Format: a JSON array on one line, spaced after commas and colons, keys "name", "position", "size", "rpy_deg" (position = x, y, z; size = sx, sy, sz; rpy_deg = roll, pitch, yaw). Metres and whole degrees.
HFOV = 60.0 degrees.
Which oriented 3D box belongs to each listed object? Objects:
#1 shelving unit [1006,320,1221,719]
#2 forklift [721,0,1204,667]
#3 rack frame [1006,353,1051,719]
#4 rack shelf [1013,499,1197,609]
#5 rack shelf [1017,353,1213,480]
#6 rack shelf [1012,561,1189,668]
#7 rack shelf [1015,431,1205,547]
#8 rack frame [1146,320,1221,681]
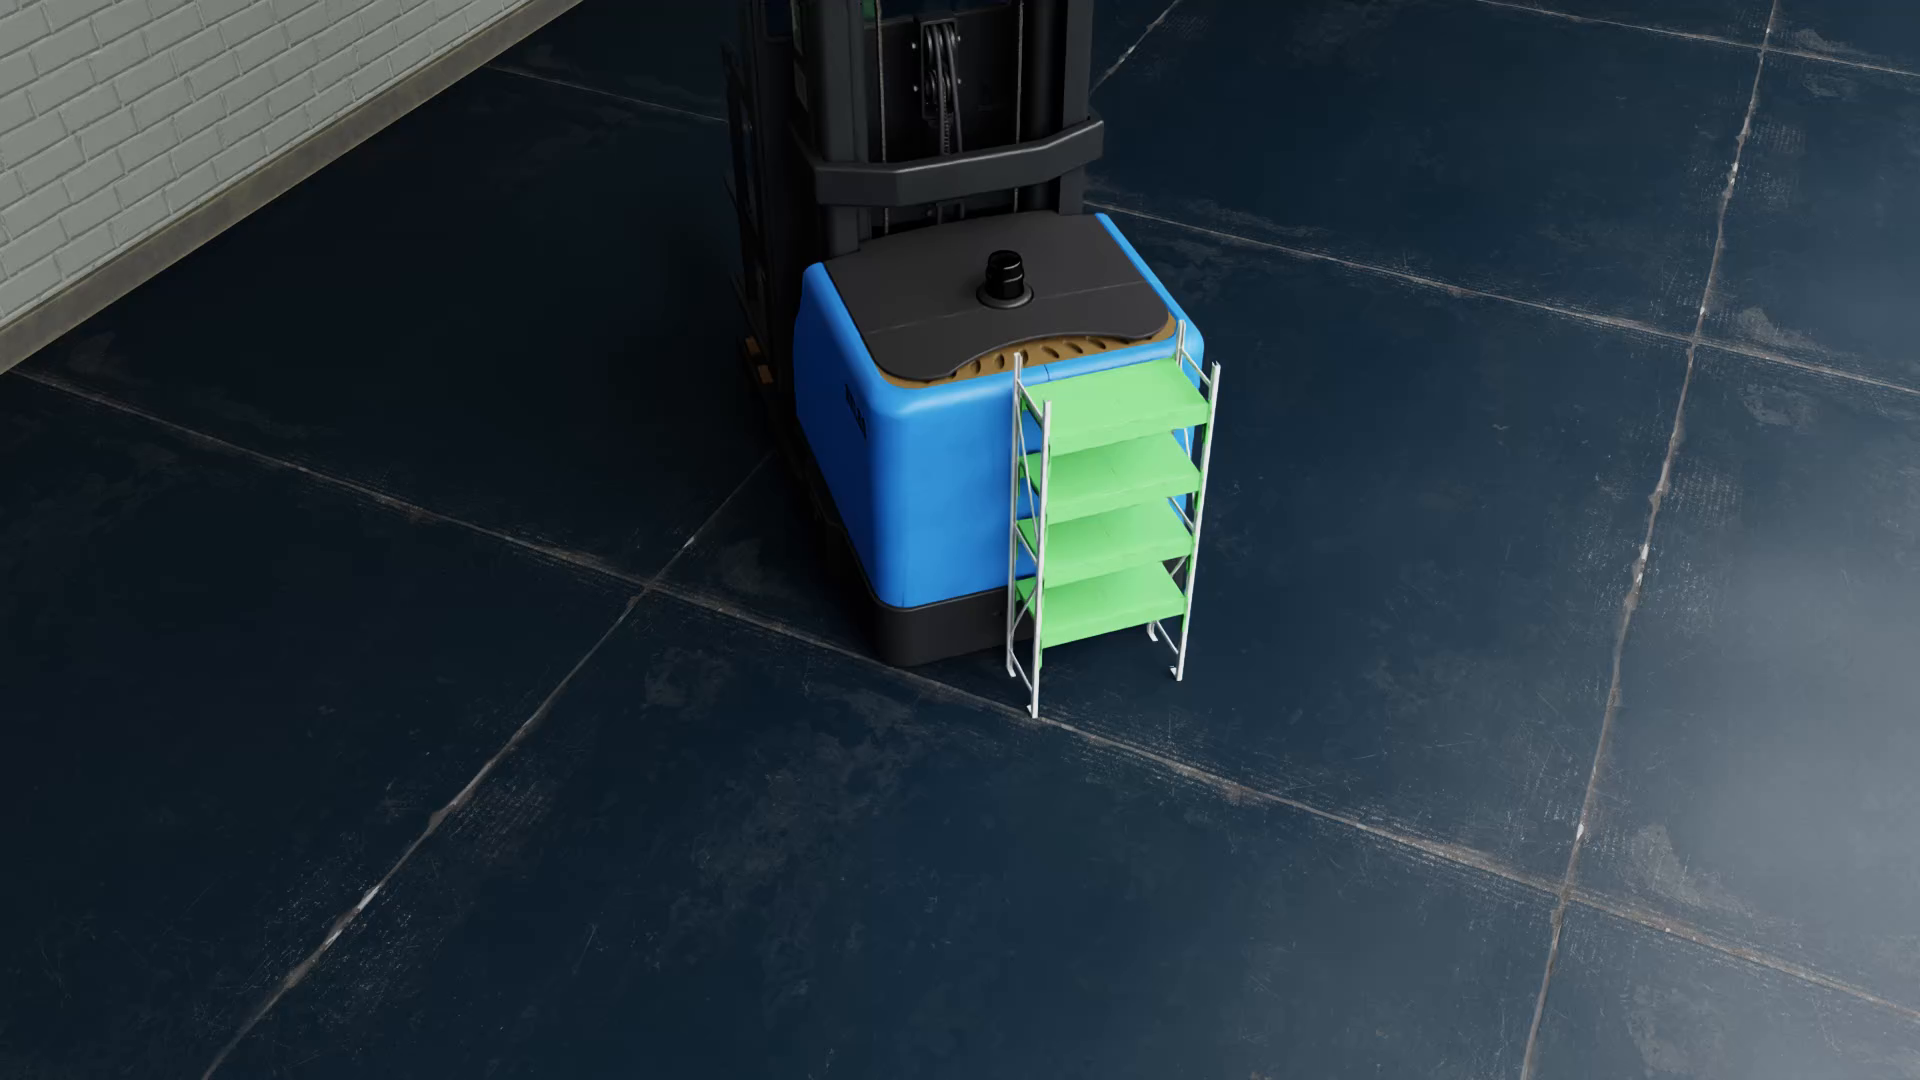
[{"name": "shelving unit", "position": [0.422, -0.031, 4.870], "size": [0.503, 1.200, 0.258], "rpy_deg": [-13, 43, -14]}, {"name": "forklift", "position": [-0.227, -1.689, 5.460], "size": [1.130, 2.935, 3.031], "rpy_deg": [-12, 42, -14]}, {"name": "rack frame", "position": [0.191, 0.021, 4.809], "size": [0.015, 1.200, 0.240], "rpy_deg": [-13, 43, -14]}, {"name": "rack shelf", "position": [0.422, 0.017, 4.912], "size": [0.480, 0.148, 0.258], "rpy_deg": [-13, 43, -14]}, {"name": "rack shelf", "position": [0.422, -0.346, 4.598], "size": [0.480, 0.148, 0.258], "rpy_deg": [-13, 43, -14]}, {"name": "rack shelf", "position": [0.422, 0.198, 5.069], "size": [0.480, 0.148, 0.258], "rpy_deg": [-13, 43, -14]}, {"name": "rack shelf", "position": [0.422, -0.164, 4.755], "size": [0.480, 0.148, 0.258], "rpy_deg": [-13, 43, -14]}, {"name": "rack frame", "position": [0.652, -0.084, 4.931], "size": [0.015, 1.200, 0.240], "rpy_deg": [-13, 43, -14]}]
